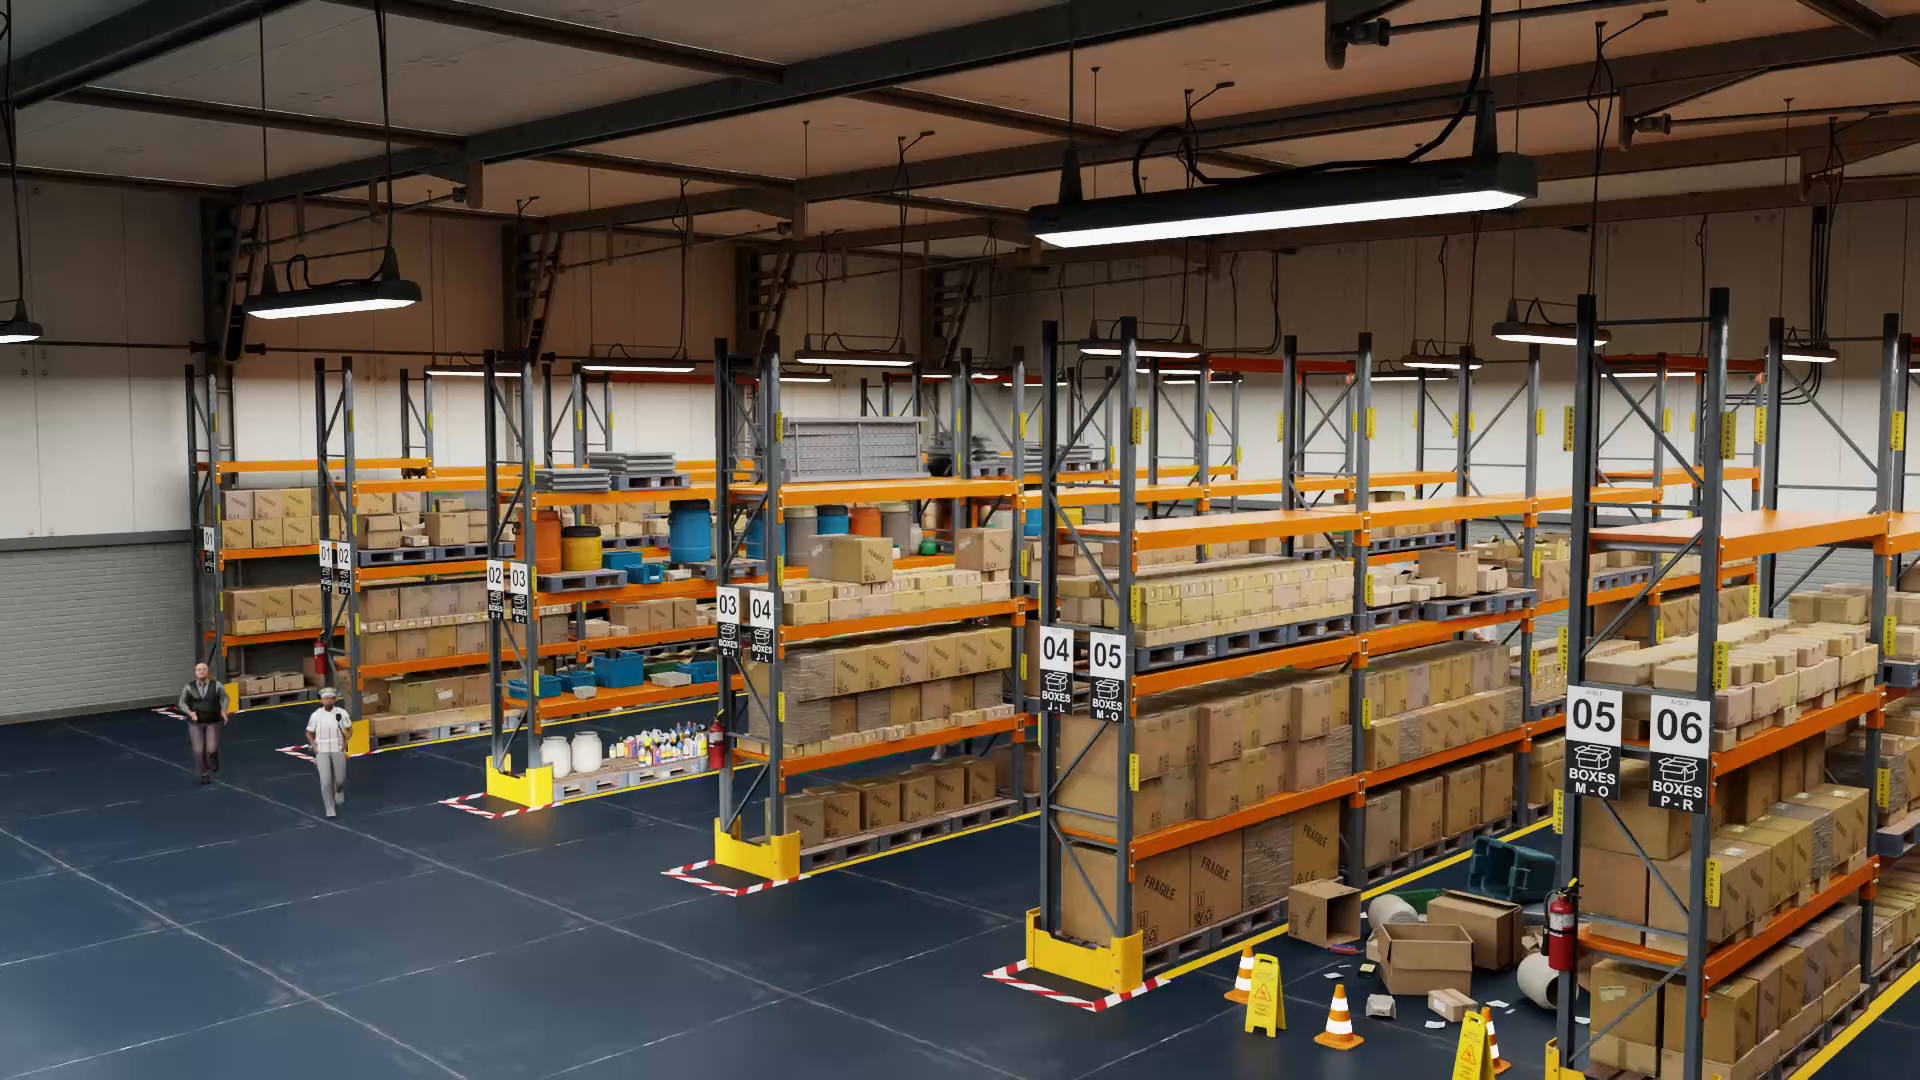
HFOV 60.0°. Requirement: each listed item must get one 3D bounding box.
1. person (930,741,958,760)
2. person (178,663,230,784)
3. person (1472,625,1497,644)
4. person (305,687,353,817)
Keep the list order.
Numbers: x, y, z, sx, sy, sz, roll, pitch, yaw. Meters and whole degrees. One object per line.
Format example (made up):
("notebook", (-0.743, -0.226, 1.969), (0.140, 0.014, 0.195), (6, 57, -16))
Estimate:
("person", (-0.175, 2.445, 25.138), (0.703, 1.695, 1.020), (2, 5, 24))
("person", (-10.538, 2.557, 23.198), (0.658, 1.680, 0.579), (-2, 5, -23))
("person", (9.692, 1.971, 30.539), (0.693, 1.720, 0.564), (-4, 6, -39))
("person", (-8.103, 2.702, 21.371), (0.573, 1.649, 0.586), (-2, 5, -22))
